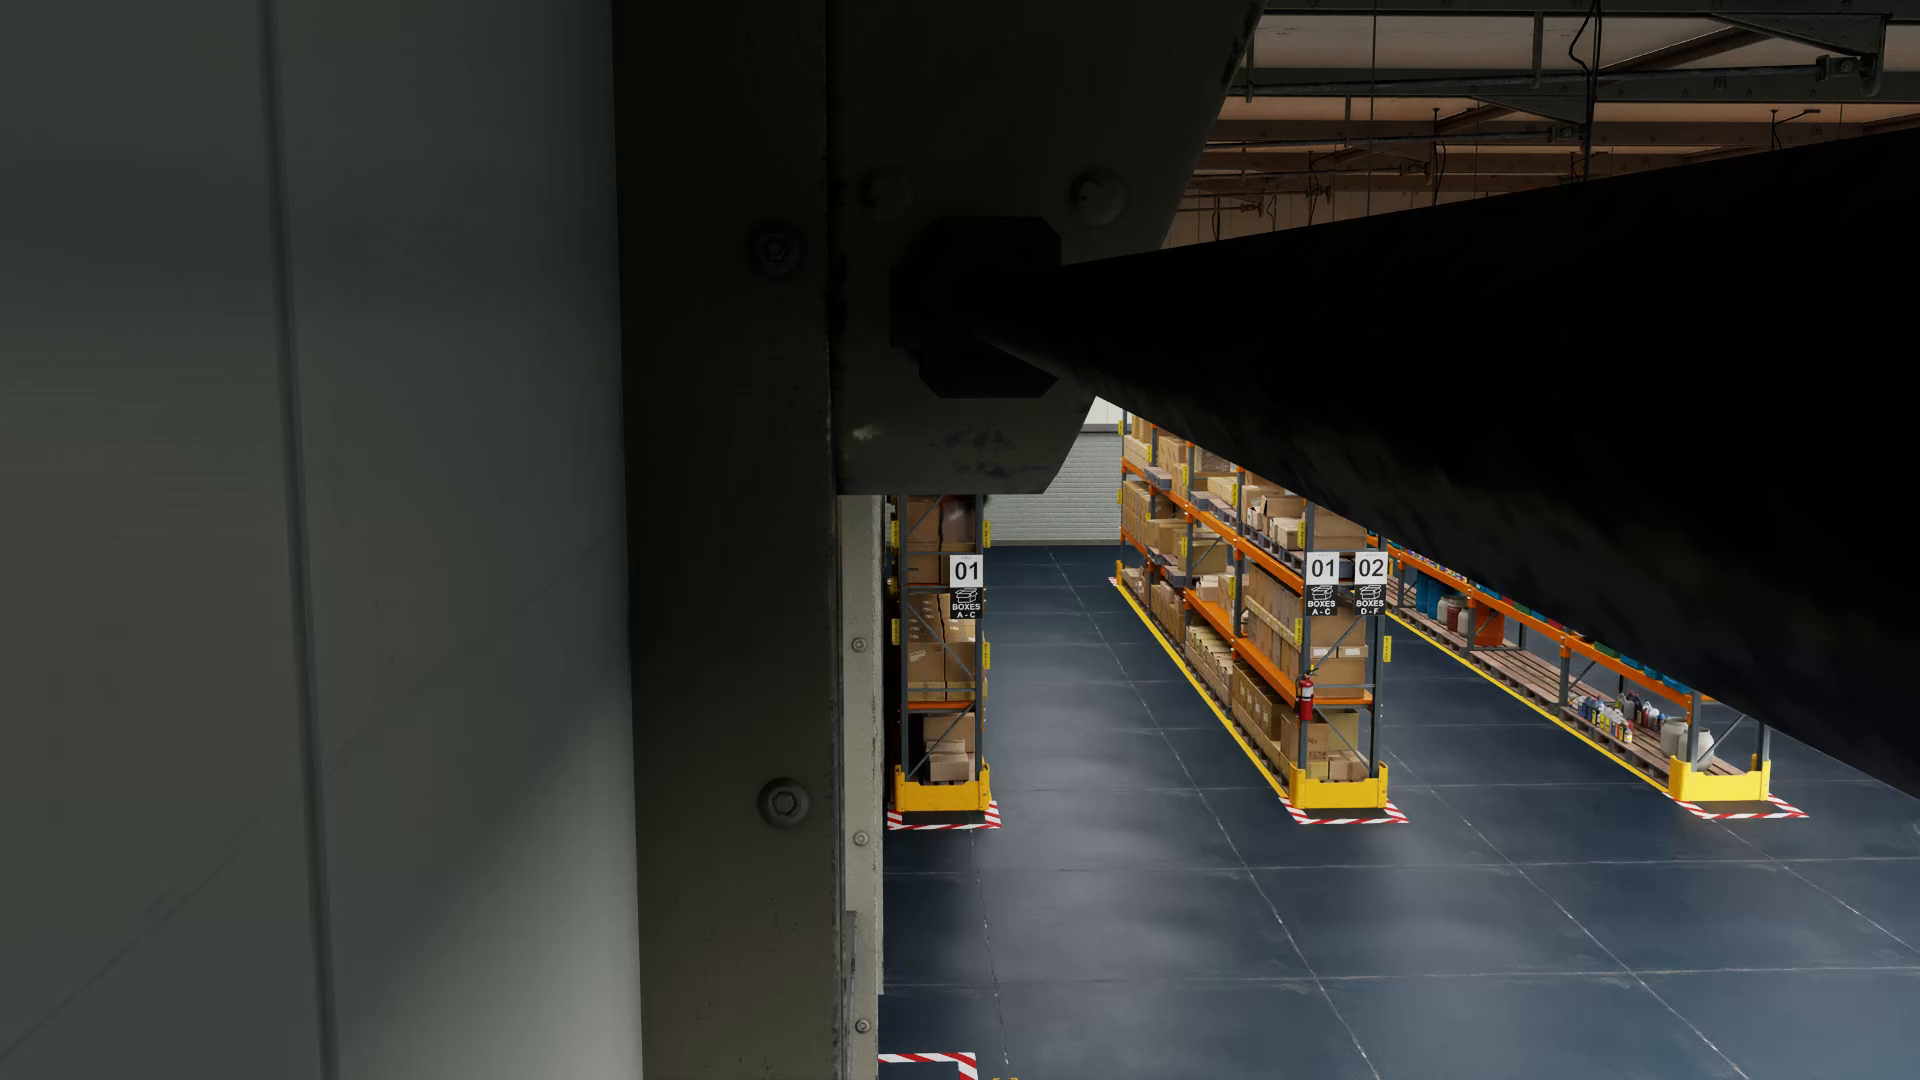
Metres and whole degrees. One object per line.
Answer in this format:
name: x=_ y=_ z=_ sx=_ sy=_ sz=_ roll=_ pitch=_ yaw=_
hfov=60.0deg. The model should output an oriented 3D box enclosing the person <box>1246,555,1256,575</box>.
person: x=6.132 y=0.432 z=34.440 sx=0.604 sy=1.665 sz=0.942 roll=-2 pitch=9 yaw=-16
